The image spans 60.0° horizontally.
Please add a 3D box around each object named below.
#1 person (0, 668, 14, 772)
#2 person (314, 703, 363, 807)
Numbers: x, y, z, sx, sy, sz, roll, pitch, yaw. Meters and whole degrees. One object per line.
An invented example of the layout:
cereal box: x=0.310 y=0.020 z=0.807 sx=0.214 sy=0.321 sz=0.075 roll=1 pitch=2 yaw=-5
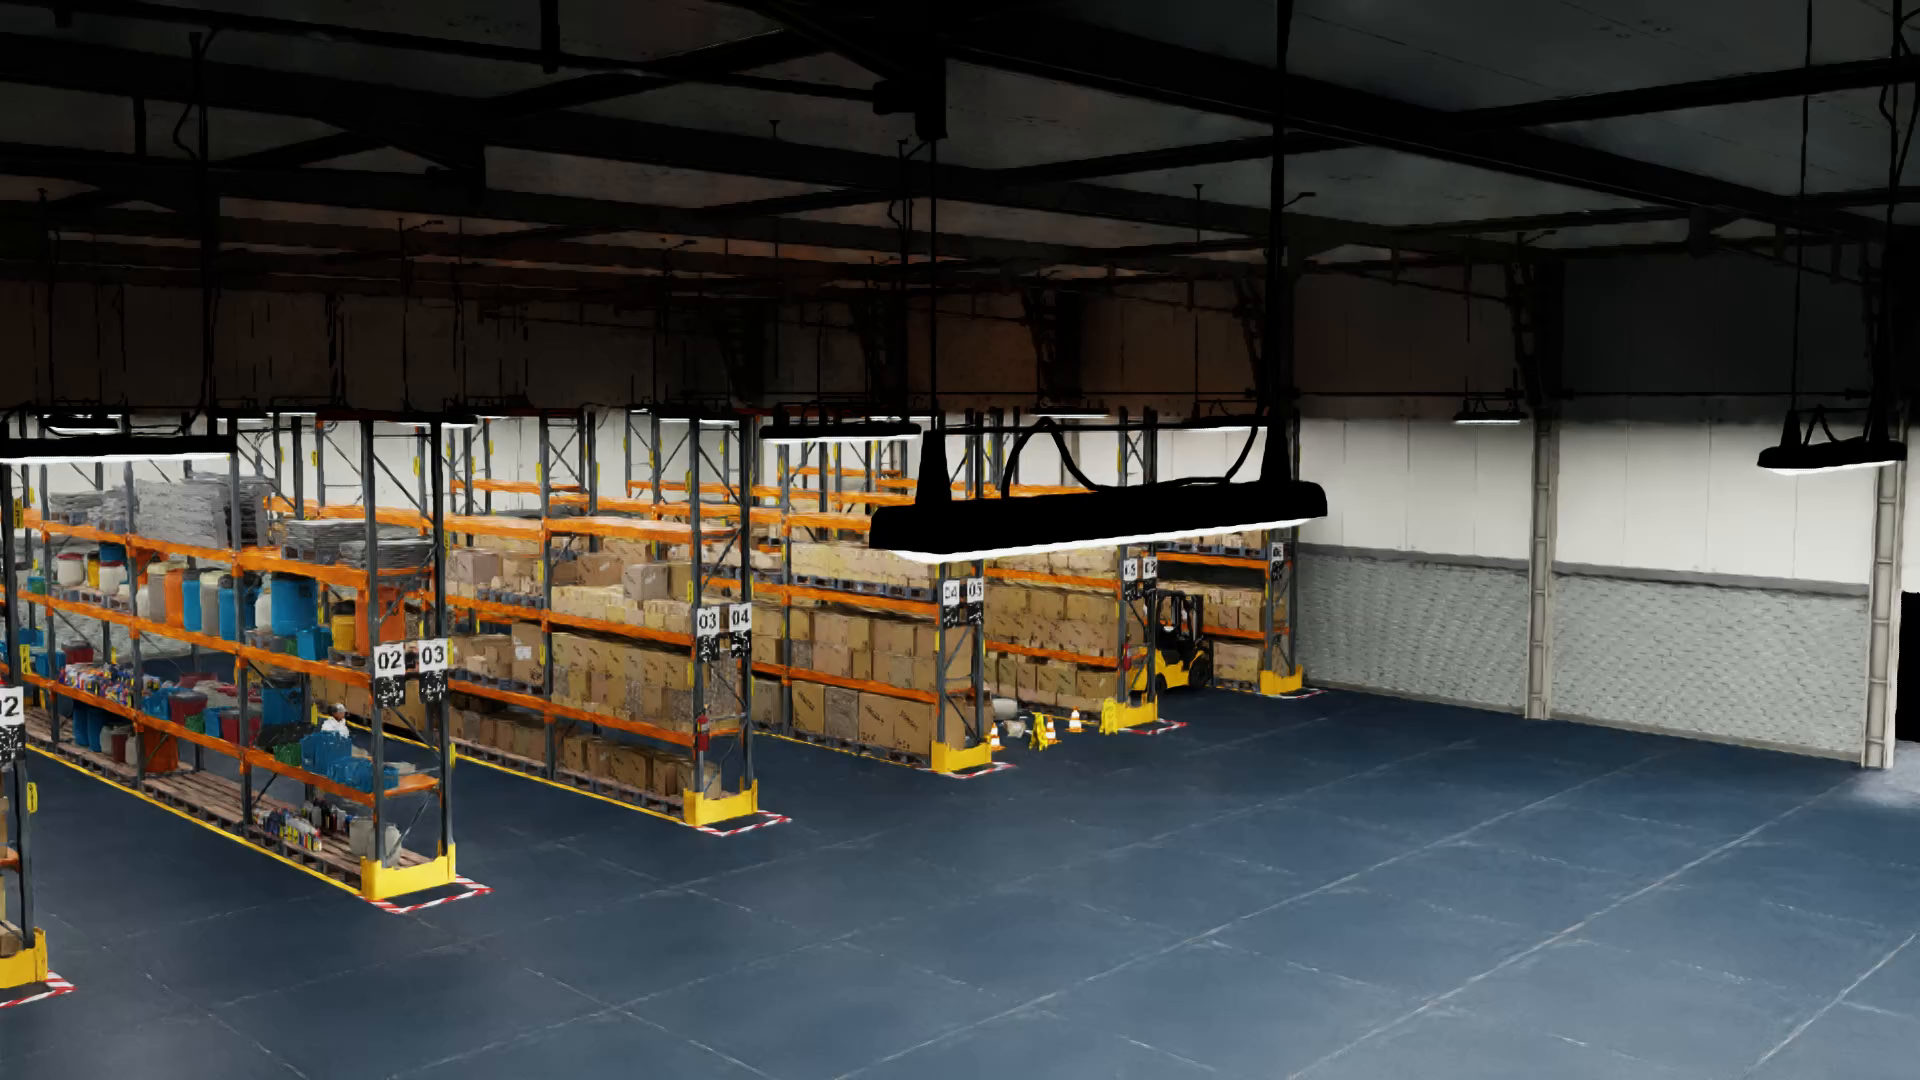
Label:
person: x=-16.112 y=2.992 z=27.839 sx=0.574 sy=1.723 sz=0.653 roll=-1 pitch=5 yaw=-14
person: x=-9.524 y=3.273 z=25.333 sx=0.675 sy=1.632 sz=0.608 roll=2 pitch=5 yaw=22
